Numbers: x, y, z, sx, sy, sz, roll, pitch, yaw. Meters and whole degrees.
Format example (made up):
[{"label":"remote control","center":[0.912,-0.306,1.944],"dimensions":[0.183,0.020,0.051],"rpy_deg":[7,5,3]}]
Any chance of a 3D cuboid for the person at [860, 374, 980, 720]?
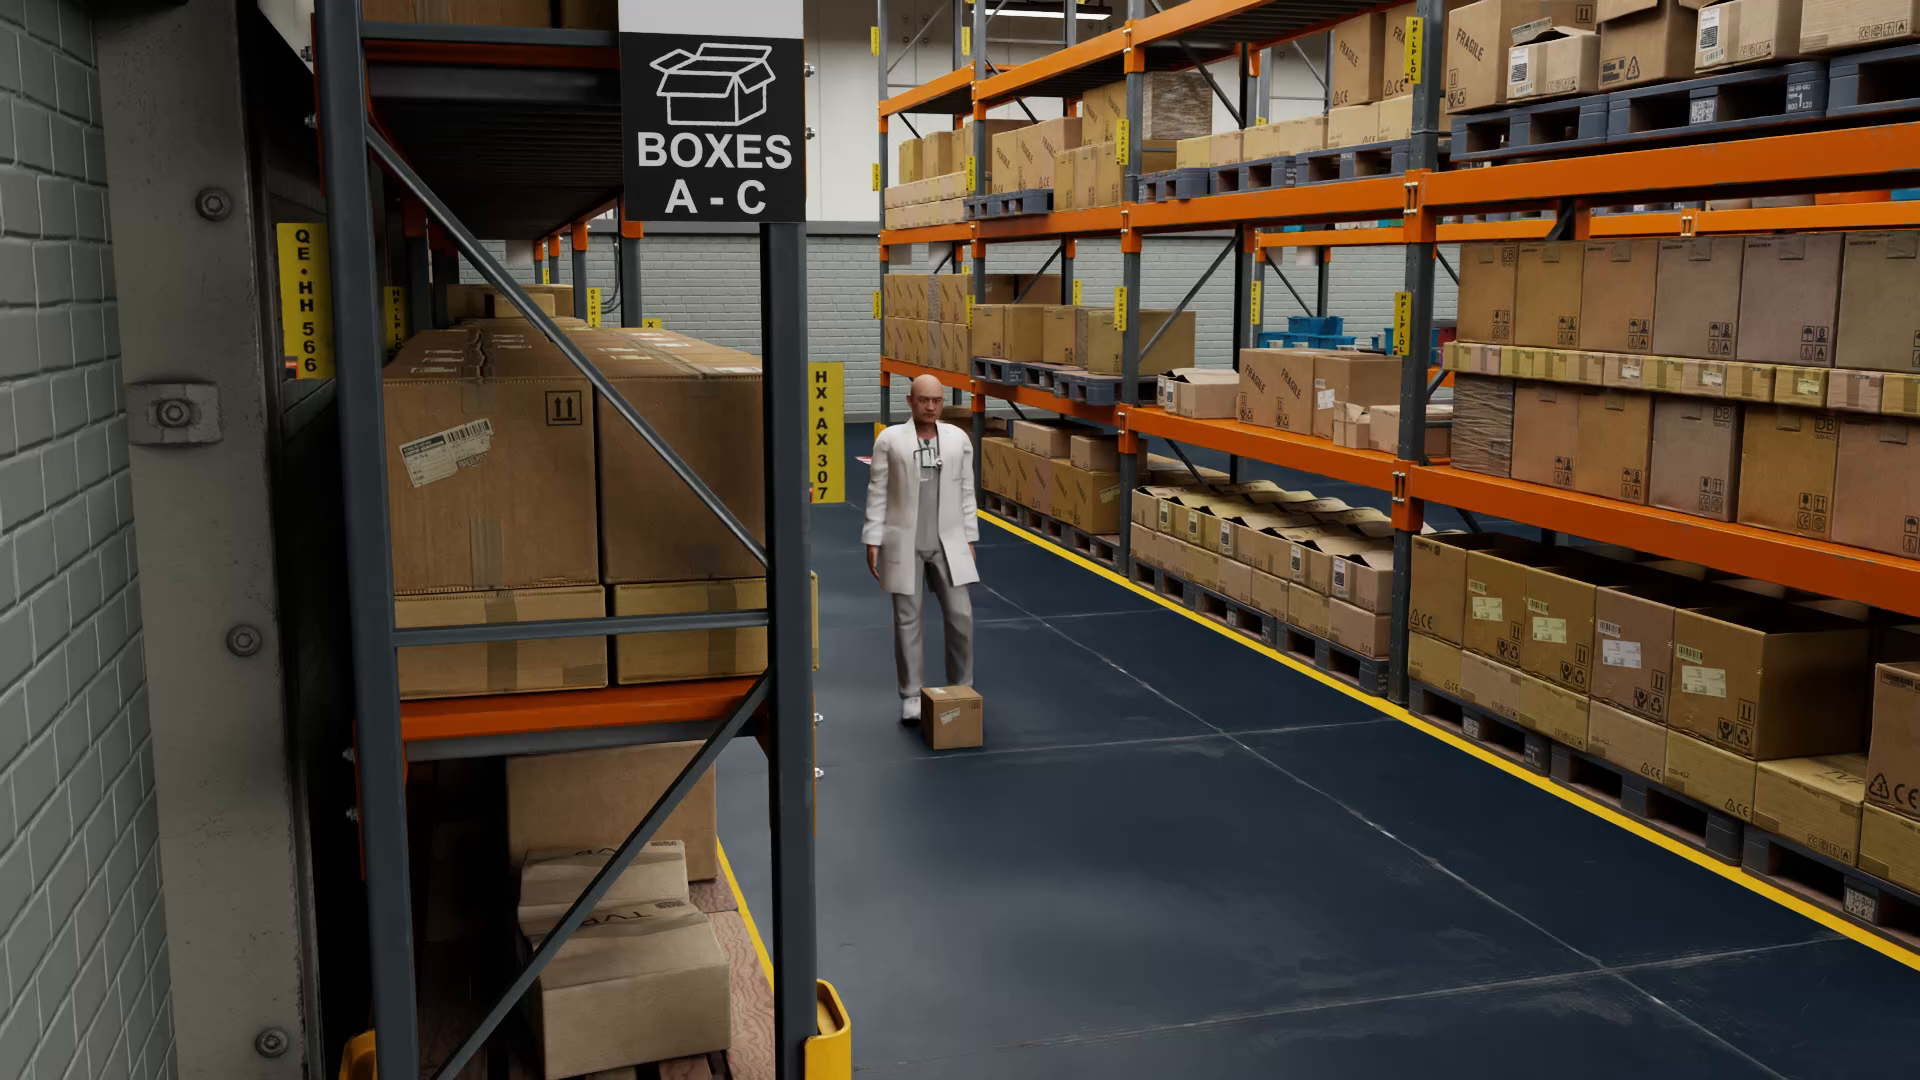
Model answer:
[{"label":"person","center":[-0.201,0.052,8.610],"dimensions":[0.630,1.808,0.439],"rpy_deg":[-1,9,-9]}]
